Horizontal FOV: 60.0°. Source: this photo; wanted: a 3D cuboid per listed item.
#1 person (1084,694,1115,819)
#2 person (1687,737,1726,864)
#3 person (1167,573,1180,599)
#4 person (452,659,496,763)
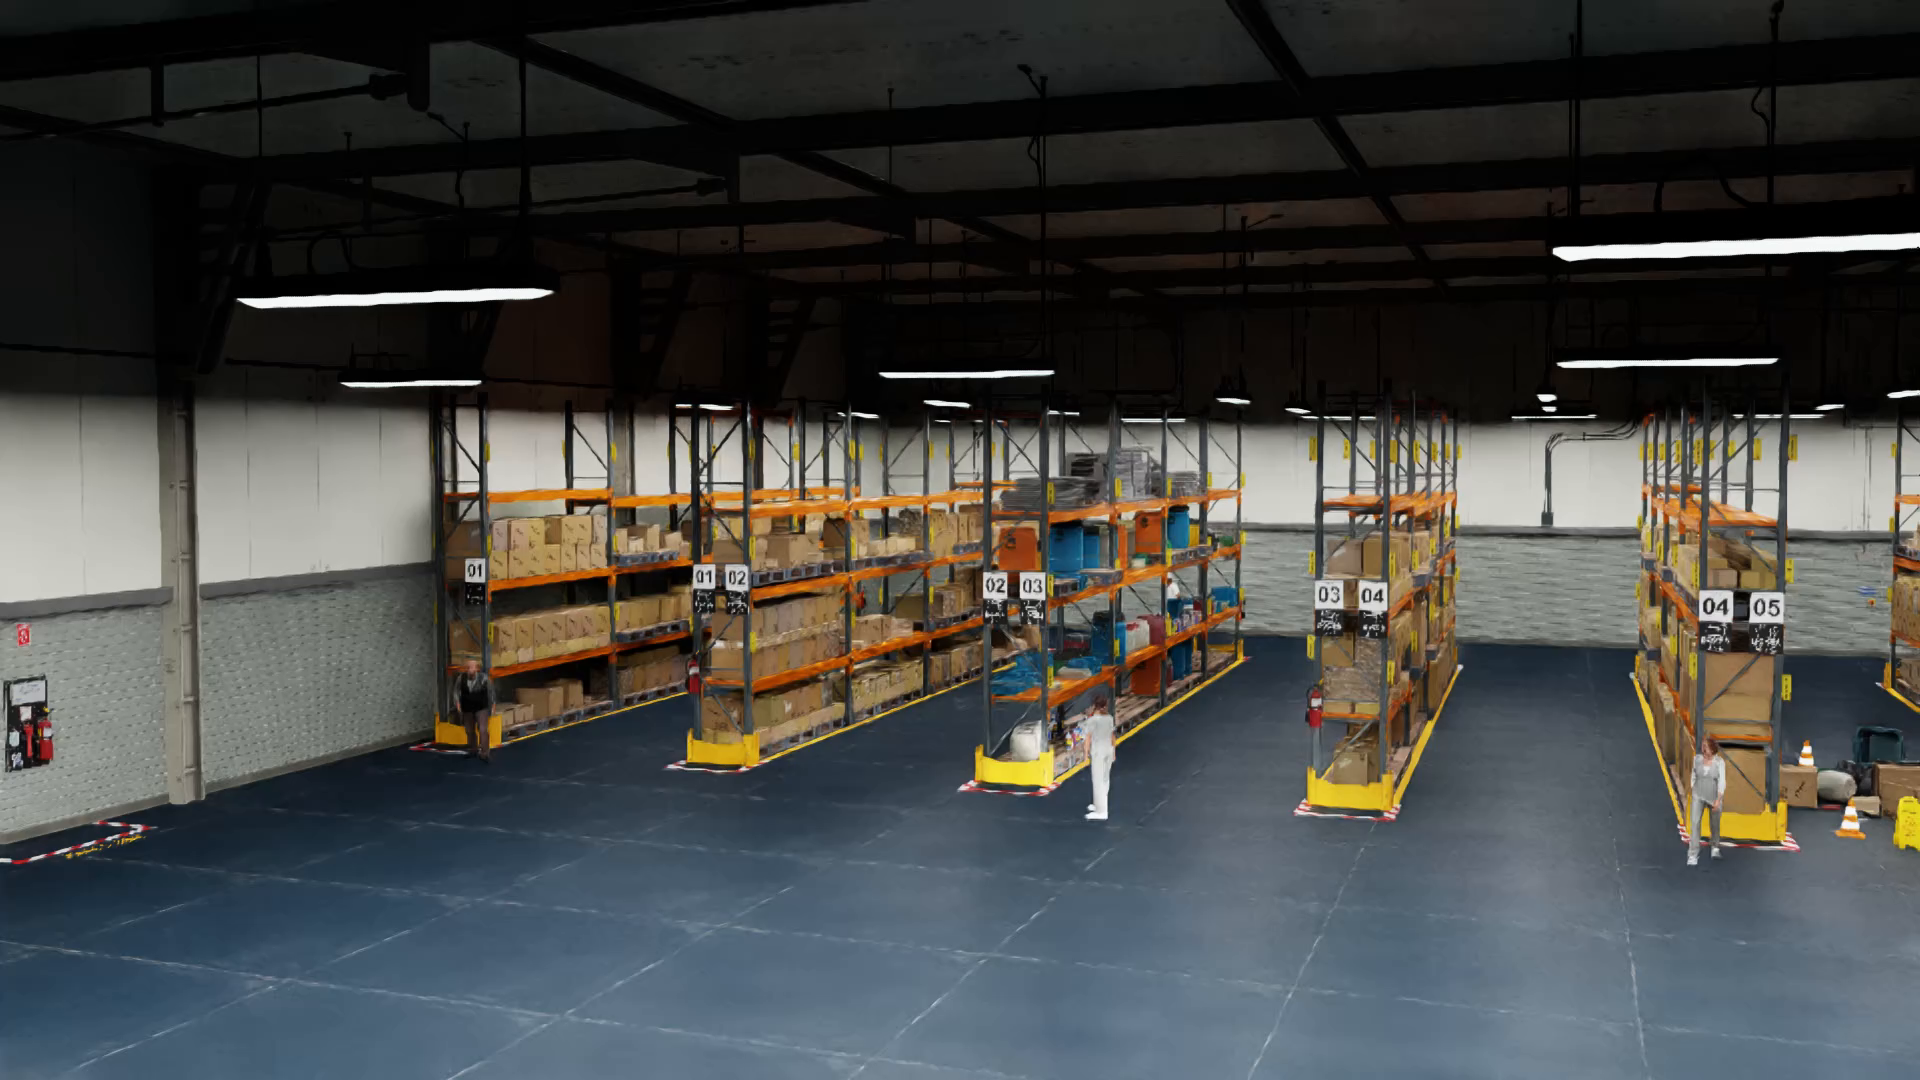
[{"bbox_3d":[1.895,2.937,22.769,0.563,1.668,0.569,-2,4,-38],"label":"person"},{"bbox_3d":[9.090,3.141,20.210,0.410,1.529,0.958,2,3,29],"label":"person"},{"bbox_3d":[5.724,1.749,44.733,0.578,1.756,0.611,-2,4,-34],"label":"person"},{"bbox_3d":[-7.814,2.735,26.843,0.687,1.658,0.832,0,3,2],"label":"person"}]
